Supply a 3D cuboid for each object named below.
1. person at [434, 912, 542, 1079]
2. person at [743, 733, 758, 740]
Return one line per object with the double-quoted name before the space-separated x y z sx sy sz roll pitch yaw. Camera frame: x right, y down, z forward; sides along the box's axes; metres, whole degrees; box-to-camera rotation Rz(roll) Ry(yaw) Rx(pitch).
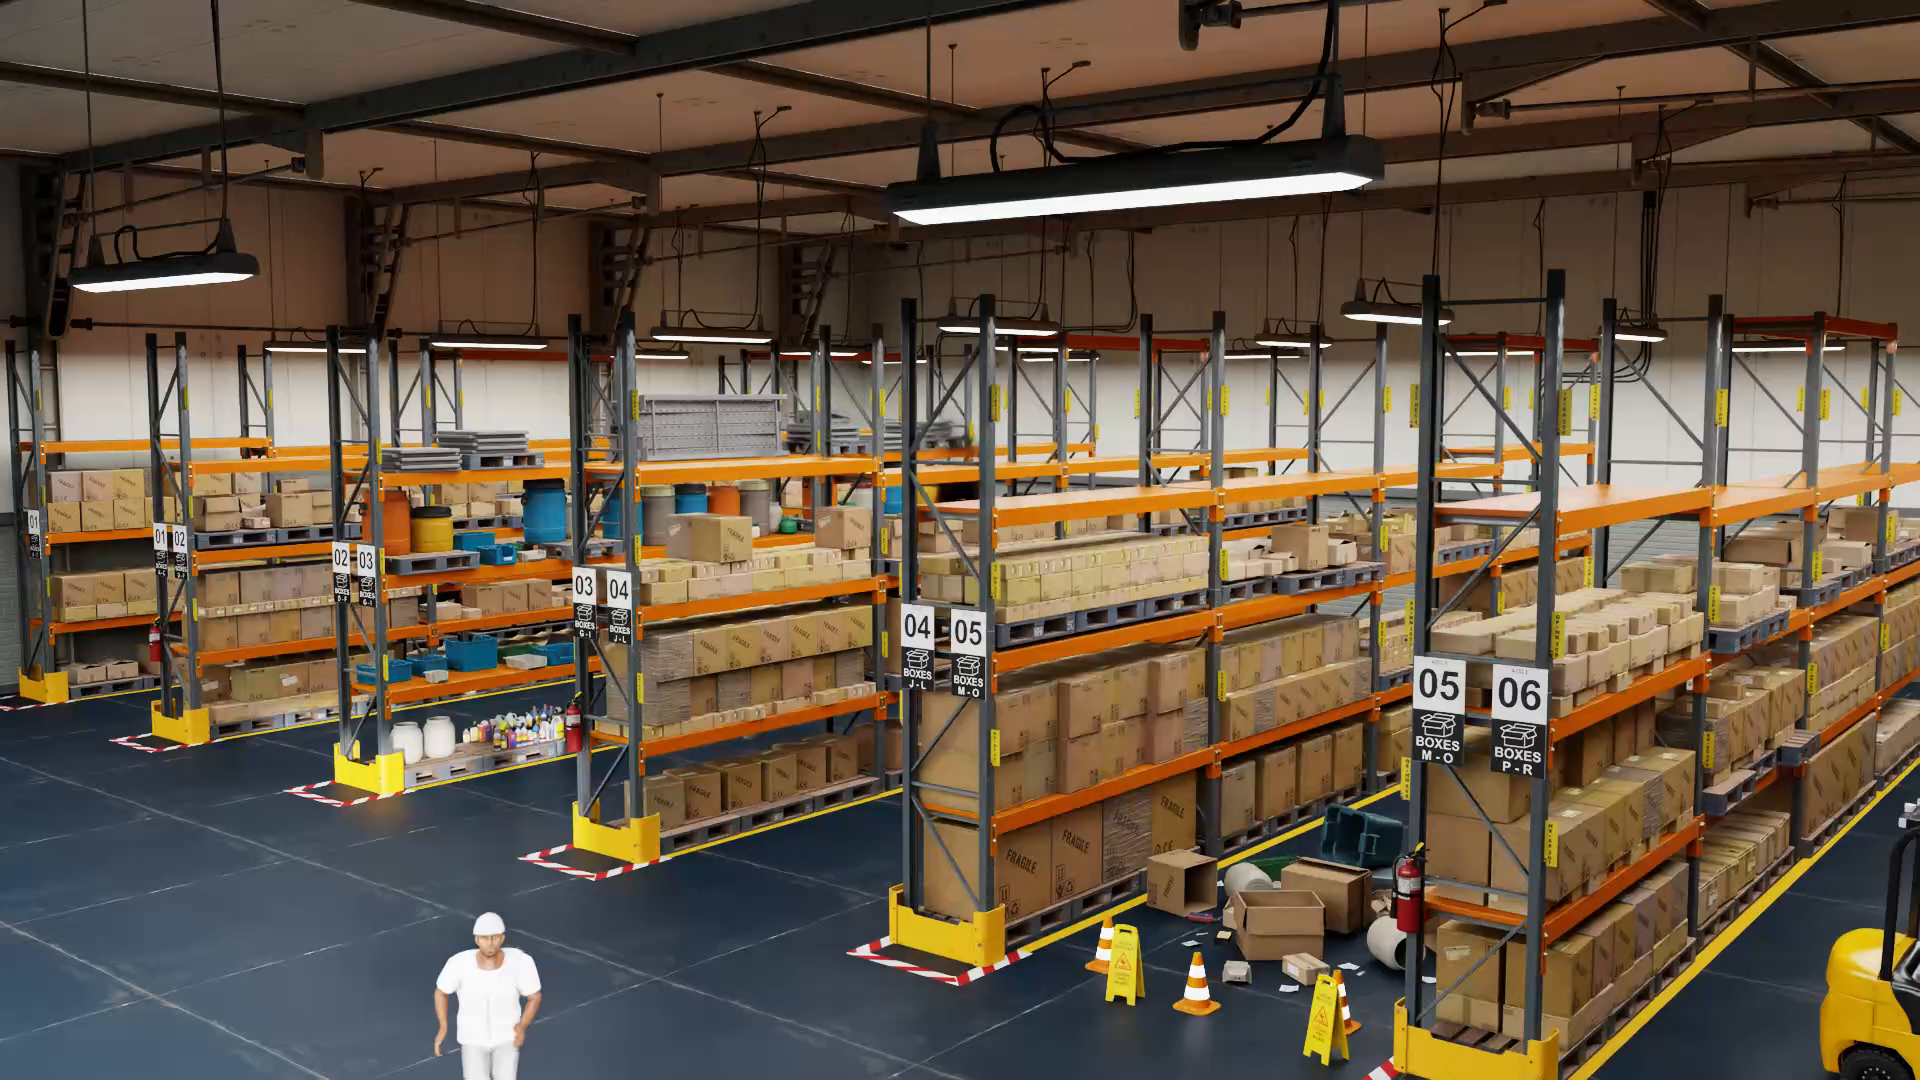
"person" -3.130 3.319 11.057 0.693 1.711 0.609 -2 5 -16
"person" -2.930 1.968 23.236 0.618 1.642 0.489 2 6 26
